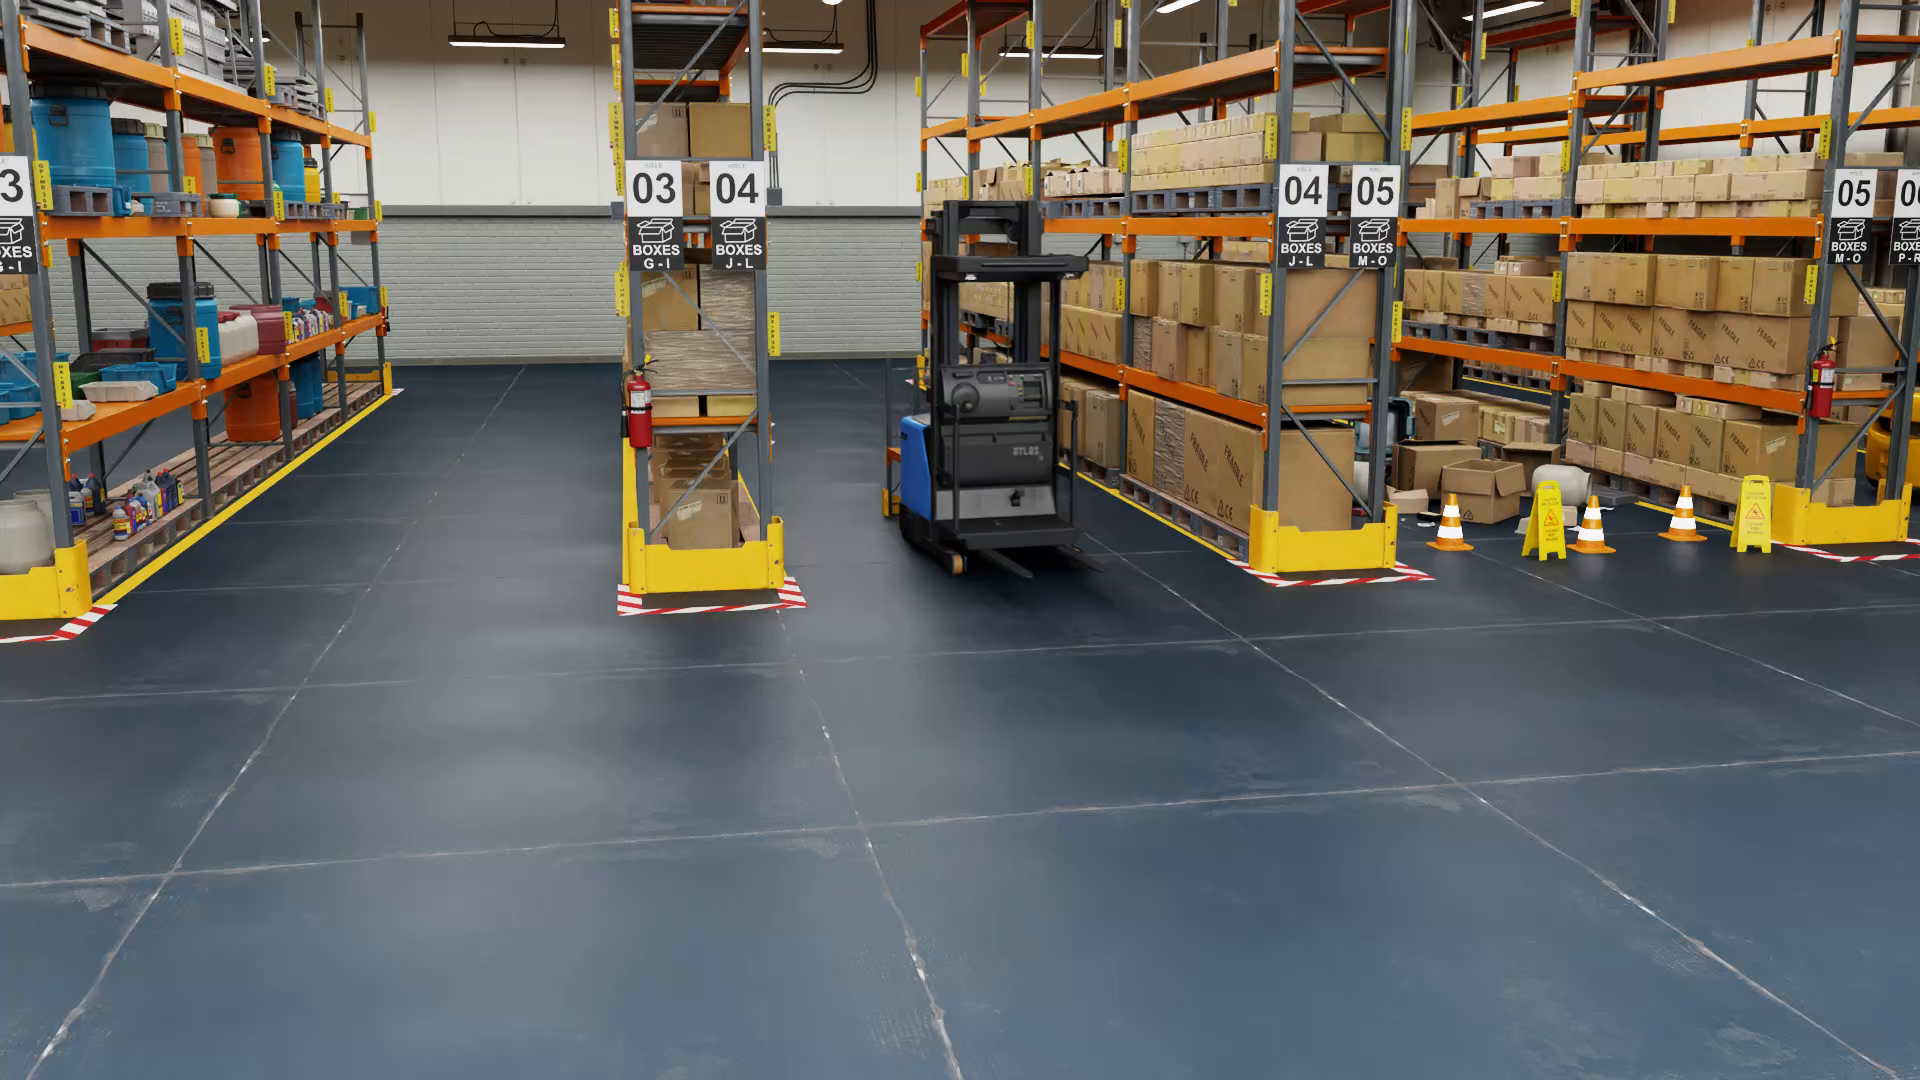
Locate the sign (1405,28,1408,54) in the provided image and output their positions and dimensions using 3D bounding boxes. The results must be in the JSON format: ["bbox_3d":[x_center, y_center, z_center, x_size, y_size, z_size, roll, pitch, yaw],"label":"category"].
[{"bbox_3d":[5.684,-6.393,21.297,0.100,0.325,0.005,-2,11,-11],"label":"sign"}]

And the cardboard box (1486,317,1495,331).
[{"bbox_3d":[6.450,-2.552,19.629,0.380,0.149,0.250,-2,11,-11],"label":"cardboard box"}]

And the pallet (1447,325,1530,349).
[{"bbox_3d":[6.653,-2.475,20.188,1.003,0.211,1.213,-2,11,-11],"label":"pallet"}]

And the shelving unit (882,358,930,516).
[{"bbox_3d":[-0.317,-0.903,15.429,0.587,1.500,1.083,-3,11,-16],"label":"shelving unit"}]

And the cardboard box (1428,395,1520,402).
[{"bbox_3d":[6.479,-1.607,21.021,0.950,0.372,0.625,-2,11,-12],"label":"cardboard box"}]

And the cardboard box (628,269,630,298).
[{"bbox_3d":[-2.682,-2.248,14.746,0.500,0.500,0.500,-2,11,-11],"label":"cardboard box"}]

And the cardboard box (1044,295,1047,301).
[{"bbox_3d":[1.335,-3.202,22.248,0.380,0.149,0.250,-2,11,-11],"label":"cardboard box"}]

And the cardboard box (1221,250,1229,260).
[{"bbox_3d":[4.701,-4.651,28.168,0.500,0.500,0.500,-2,11,-11],"label":"cardboard box"}]

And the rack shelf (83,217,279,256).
[{"bbox_3d":[-7.963,-3.143,17.090,1.077,0.370,4.000,-2,11,-11],"label":"rack shelf"}]

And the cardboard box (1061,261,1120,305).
[{"bbox_3d":[1.569,-3.097,20.002,0.700,0.500,0.500,-2,11,-12],"label":"cardboard box"}]

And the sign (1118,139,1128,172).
[{"bbox_3d":[1.639,-3.859,16.701,0.100,0.325,0.005,-2,11,-11],"label":"sign"}]

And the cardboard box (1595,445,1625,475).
[{"bbox_3d":[6.970,-0.837,17.301,0.500,0.250,0.500,-1,11,-8],"label":"cardboard box"}]

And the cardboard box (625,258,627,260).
[{"bbox_3d":[-5.123,-4.288,26.806,0.500,0.500,0.500,-2,11,-12],"label":"cardboard box"}]

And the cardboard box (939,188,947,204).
[{"bbox_3d":[-0.045,-5.473,26.471,0.500,0.250,0.500,-3,11,-13],"label":"cardboard box"}]

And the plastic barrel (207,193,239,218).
[{"bbox_3d":[-7.875,-3.571,17.782,0.301,0.262,0.301,0,11,0],"label":"plastic barrel"}]

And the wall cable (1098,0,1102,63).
[{"bbox_3d":[1.771,-11.268,33.786,2.355,3.000,0.029,-2,11,-11],"label":"wall cable"}]

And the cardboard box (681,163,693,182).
[{"bbox_3d":[-2.233,-2.790,12.645,0.380,0.149,0.250,-2,11,-13],"label":"cardboard box"}]

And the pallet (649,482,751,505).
[{"bbox_3d":[-2.550,-0.345,15.942,1.003,0.211,1.213,-2,11,-11],"label":"pallet"}]

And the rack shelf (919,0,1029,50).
[{"bbox_3d":[0.225,-8.059,26.004,1.077,0.370,4.000,-2,11,-11],"label":"rack shelf"}]

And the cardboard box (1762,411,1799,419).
[{"bbox_3d":[7.787,-0.945,15.865,0.500,0.500,0.500,-3,11,-13],"label":"cardboard box"}]

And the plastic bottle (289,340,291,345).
[{"bbox_3d":[-8.209,-2.505,20.166,0.152,0.276,0.135,-2,11,-11],"label":"plastic bottle"}]

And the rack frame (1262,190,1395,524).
[{"bbox_3d":[2.948,-1.265,13.318,1.000,3.000,0.127,-2,11,-11],"label":"rack frame"}]

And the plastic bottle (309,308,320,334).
[{"bbox_3d":[-8.594,-2.909,22.088,0.144,0.351,0.185,-2,11,-11],"label":"plastic bottle"}]

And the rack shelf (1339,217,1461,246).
[{"bbox_3d":[5.839,-4.417,23.784,1.077,0.370,4.000,-2,11,-11],"label":"rack shelf"}]

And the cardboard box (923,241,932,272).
[{"bbox_3d":[-0.337,-4.793,28.122,0.500,0.500,0.500,-2,11,-11],"label":"cardboard box"}]

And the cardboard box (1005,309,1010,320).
[{"bbox_3d":[0.798,-2.934,21.638,0.380,0.149,0.250,-2,11,-11],"label":"cardboard box"}]

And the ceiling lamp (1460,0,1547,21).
[{"bbox_3d":[8.325,-9.426,24.542,0.800,3.185,2.000,-2,11,-11],"label":"ceiling lamp"}]

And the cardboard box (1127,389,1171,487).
[{"bbox_3d":[2.223,-1.043,16.712,0.875,0.875,0.875,-2,11,-10],"label":"cardboard box"}]

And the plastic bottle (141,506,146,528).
[{"bbox_3d":[-6.948,-0.207,14.071,0.097,0.201,0.097,0,11,0],"label":"plastic bottle"}]

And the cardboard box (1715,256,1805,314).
[{"bbox_3d":[7.379,-2.328,15.170,0.700,0.500,0.500,-2,11,-10],"label":"cardboard box"}]

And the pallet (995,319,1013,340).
[{"bbox_3d":[1.149,-2.764,21.711,1.213,0.211,1.003,-2,11,-11],"label":"pallet"}]

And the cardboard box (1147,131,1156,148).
[{"bbox_3d":[2.007,-3.823,15.887,0.380,0.149,0.250,-2,11,-12],"label":"cardboard box"}]

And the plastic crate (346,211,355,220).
[{"bbox_3d":[-9.262,-4.831,24.739,0.437,0.136,0.530,-2,11,-11],"label":"plastic crate"}]

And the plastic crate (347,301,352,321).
[{"bbox_3d":[-9.246,-3.381,24.597,0.437,0.282,0.530,-2,11,-11],"label":"plastic crate"}]

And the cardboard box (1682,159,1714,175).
[{"bbox_3d":[7.097,-3.536,15.770,0.380,0.149,0.250,-2,11,-10],"label":"cardboard box"}]

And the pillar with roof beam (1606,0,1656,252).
[{"bbox_3d":[6.844,-6.796,26.336,9.100,9.000,0.548,-2,11,-11],"label":"pillar with roof beam"}]

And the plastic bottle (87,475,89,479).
[{"bbox_3d":[-7.942,-0.458,15.199,0.097,0.271,0.097,0,11,0],"label":"plastic bottle"}]

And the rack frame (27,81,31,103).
[{"bbox_3d":[-14.767,-6.625,25.435,1.000,3.000,0.127,-2,11,-11],"label":"rack frame"}]

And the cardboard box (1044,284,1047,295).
[{"bbox_3d":[1.343,-3.342,22.189,0.380,0.149,0.250,-3,11,-13],"label":"cardboard box"}]

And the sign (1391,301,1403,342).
[{"bbox_3d":[3.493,-1.748,13.330,0.100,0.325,0.005,-2,11,-11],"label":"sign"}]

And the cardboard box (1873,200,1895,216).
[{"bbox_3d":[8.038,-2.886,14.486,0.380,0.149,0.250,-2,11,-11],"label":"cardboard box"}]

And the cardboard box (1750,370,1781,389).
[{"bbox_3d":[7.343,-1.443,14.927,0.380,0.149,0.250,-2,11,-12],"label":"cardboard box"}]

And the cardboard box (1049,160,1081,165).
[{"bbox_3d":[1.395,-4.855,21.843,0.396,0.266,0.258,-2,11,-11],"label":"cardboard box"}]

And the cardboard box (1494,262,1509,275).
[{"bbox_3d":[6.471,-3.169,19.401,0.380,0.149,0.250,-3,11,-13],"label":"cardboard box"}]

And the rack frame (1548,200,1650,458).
[{"bbox_3d":[7.006,-2.197,18.216,1.000,3.000,0.127,-2,11,-11],"label":"rack frame"}]

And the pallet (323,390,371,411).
[{"bbox_3d":[-9.551,-2.111,25.224,1.003,0.211,1.213,-2,11,-11],"label":"pallet"}]

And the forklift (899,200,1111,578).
[{"bbox_3d":[0.365,-1.241,13.380,1.130,2.935,3.031,-3,11,-16],"label":"forklift"}]

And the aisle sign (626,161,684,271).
[{"bbox_3d":[-2.219,-2.358,12.108,0.394,0.787,0.004,-2,11,-11],"label":"aisle sign"}]

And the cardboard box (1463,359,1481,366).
[{"bbox_3d":[9.566,-3.443,30.317,0.797,0.503,0.637,-3,11,-13],"label":"cardboard box"}]

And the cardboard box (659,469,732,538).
[{"bbox_3d":[-2.192,-0.305,13.837,0.500,0.500,0.500,1,11,4],"label":"cardboard box"}]

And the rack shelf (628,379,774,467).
[{"bbox_3d":[-2.326,-1.116,14.462,1.077,0.370,4.000,-2,11,-11],"label":"rack shelf"}]

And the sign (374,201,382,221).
[{"bbox_3d":[-9.371,-5.302,26.789,0.100,0.325,0.005,-2,11,-11],"label":"sign"}]

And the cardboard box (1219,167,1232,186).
[{"bbox_3d":[2.403,-3.058,14.002,0.380,0.149,0.250,-2,11,-10],"label":"cardboard box"}]

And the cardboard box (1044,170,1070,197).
[{"bbox_3d":[1.317,-4.276,19.967,0.500,0.311,0.500,-2,11,-11],"label":"cardboard box"}]
